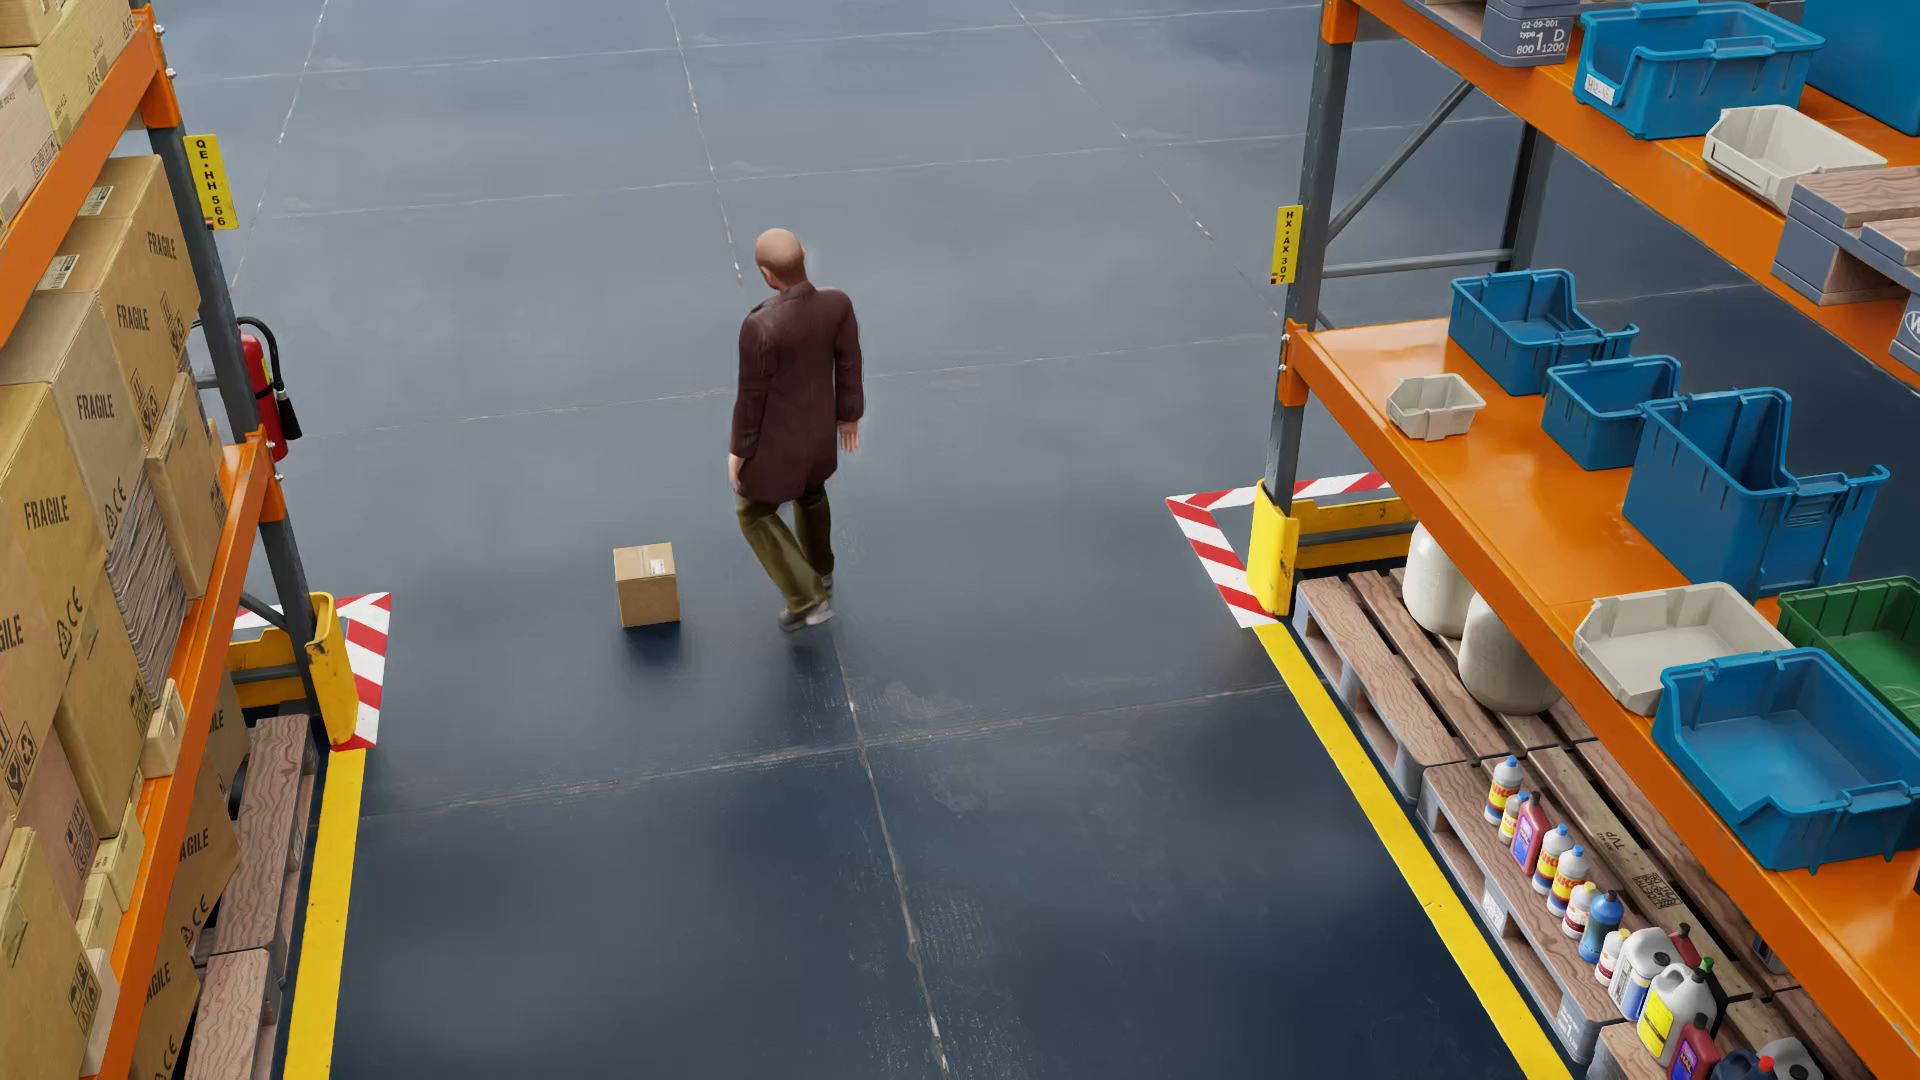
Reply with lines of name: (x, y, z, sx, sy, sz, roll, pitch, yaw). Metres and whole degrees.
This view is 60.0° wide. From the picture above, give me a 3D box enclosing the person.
person: (-0.685, -0.444, 6.802, 0.761, 1.760, 0.640, 27, 42, 34)
